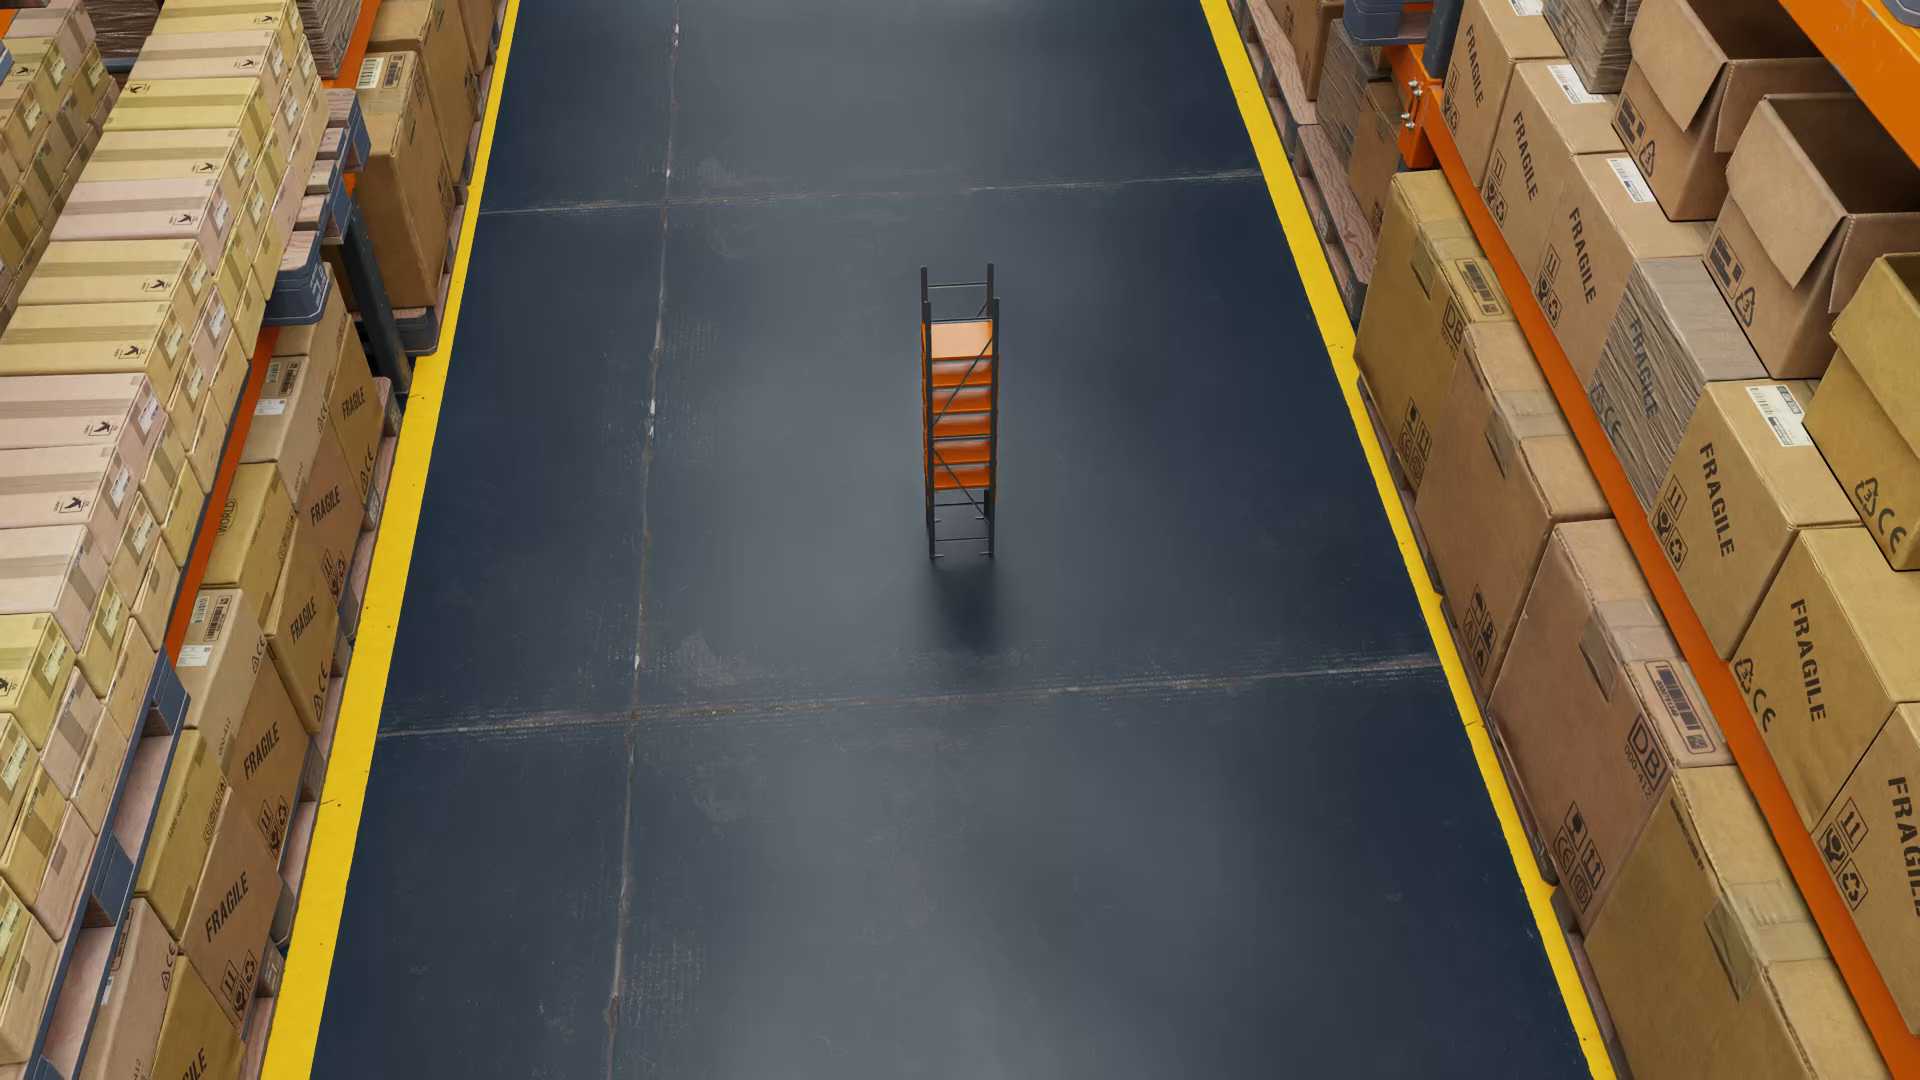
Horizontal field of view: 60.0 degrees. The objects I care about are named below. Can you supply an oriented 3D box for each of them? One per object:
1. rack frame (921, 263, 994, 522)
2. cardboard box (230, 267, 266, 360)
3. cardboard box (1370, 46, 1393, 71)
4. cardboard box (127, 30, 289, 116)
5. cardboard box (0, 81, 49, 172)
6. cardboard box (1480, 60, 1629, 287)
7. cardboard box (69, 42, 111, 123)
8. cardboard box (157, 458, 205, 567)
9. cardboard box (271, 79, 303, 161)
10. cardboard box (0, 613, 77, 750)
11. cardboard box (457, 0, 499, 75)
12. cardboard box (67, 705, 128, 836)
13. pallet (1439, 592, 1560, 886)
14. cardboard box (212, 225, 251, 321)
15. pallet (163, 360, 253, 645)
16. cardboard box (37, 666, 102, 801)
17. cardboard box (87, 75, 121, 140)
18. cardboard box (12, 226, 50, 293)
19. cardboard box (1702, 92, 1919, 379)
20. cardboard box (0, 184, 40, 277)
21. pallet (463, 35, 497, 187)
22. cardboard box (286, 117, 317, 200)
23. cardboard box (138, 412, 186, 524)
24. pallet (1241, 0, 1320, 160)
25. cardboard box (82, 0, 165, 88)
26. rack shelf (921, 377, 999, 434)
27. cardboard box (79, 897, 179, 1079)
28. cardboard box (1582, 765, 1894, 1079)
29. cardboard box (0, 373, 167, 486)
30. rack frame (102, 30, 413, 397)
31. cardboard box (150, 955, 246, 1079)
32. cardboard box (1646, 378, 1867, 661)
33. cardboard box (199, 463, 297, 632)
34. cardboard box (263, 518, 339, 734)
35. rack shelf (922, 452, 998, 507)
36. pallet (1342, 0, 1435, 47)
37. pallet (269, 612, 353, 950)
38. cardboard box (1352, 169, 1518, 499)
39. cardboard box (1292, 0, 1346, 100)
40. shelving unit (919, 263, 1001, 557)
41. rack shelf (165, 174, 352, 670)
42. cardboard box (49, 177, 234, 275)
[{"bbox_3d":[-0.009,-0.489,5.887,0.240,1.200,0.006,-3,47,-3],"label":"rack frame"},{"bbox_3d":[-2.178,-0.623,4.658,0.380,0.149,0.250,-5,47,-5],"label":"cardboard box"},{"bbox_3d":[2.051,-2.279,7.245,0.500,0.250,0.500,1,47,1],"label":"cardboard box"},{"bbox_3d":[-2.243,-1.389,4.974,0.380,0.149,0.250,-4,47,-4],"label":"cardboard box"},{"bbox_3d":[-2.873,-1.180,4.775,0.380,0.149,0.250,-4,47,-4],"label":"cardboard box"},{"bbox_3d":[2.006,-1.157,5.211,0.500,0.500,0.500,-5,47,-4],"label":"cardboard box"},{"bbox_3d":[-2.919,-1.434,5.221,0.380,0.149,0.250,-2,47,-2],"label":"cardboard box"},{"bbox_3d":[-2.114,-0.057,4.121,0.380,0.149,0.250,-4,47,-4],"label":"cardboard box"},{"bbox_3d":[-2.240,-1.273,5.068,0.380,0.149,0.250,-2,47,-2],"label":"cardboard box"},{"bbox_3d":[-2.048,0.296,3.377,0.380,0.149,0.250,-3,47,-3],"label":"cardboard box"},{"bbox_3d":[-2.876,-2.758,8.056,1.050,0.750,0.750,-3,47,-3],"label":"cardboard box"},{"bbox_3d":[-2.045,0.507,3.588,0.380,0.149,0.250,-3,47,-3],"label":"cardboard box"},{"bbox_3d":[2.281,0.551,5.583,1.003,0.211,1.213,-3,47,-3],"label":"pallet"},{"bbox_3d":[-2.177,-0.721,4.546,0.380,0.149,0.250,-4,47,-4],"label":"cardboard box"},{"bbox_3d":[-2.553,-0.139,4.448,1.003,0.211,1.213,-3,47,-3],"label":"pallet"},{"bbox_3d":[-2.045,0.412,3.473,0.380,0.149,0.250,-2,47,-2],"label":"cardboard box"},{"bbox_3d":[-2.923,-1.357,5.353,0.380,0.149,0.250,-4,47,-4],"label":"cardboard box"},{"bbox_3d":[-2.854,-0.773,4.800,0.380,0.149,0.250,-2,47,-1],"label":"cardboard box"},{"bbox_3d":[2.351,-0.756,4.141,0.797,0.503,0.637,-2,47,-2],"label":"cardboard box"},{"bbox_3d":[-2.847,-0.862,4.679,0.380,0.149,0.250,-3,47,-3],"label":"cardboard box"},{"bbox_3d":[-2.850,-2.132,8.124,1.003,0.211,1.213,-3,47,-3],"label":"pallet"},{"bbox_3d":[-2.241,-1.184,5.190,0.380,0.149,0.250,-4,47,-3],"label":"cardboard box"},{"bbox_3d":[-2.114,-0.163,4.018,0.380,0.149,0.250,-4,47,-4],"label":"cardboard box"},{"bbox_3d":[2.028,-2.351,8.331,1.003,0.211,1.213,-3,47,-3],"label":"pallet"},{"bbox_3d":[-3.065,-1.979,5.990,0.500,0.500,0.500,-3,47,-3],"label":"cardboard box"},{"bbox_3d":[-0.001,-0.475,5.769,0.258,0.103,0.180,-3,47,-3],"label":"rack shelf"},{"bbox_3d":[-2.223,1.165,3.996,0.500,0.250,0.500,-5,47,-5],"label":"cardboard box"},{"bbox_3d":[2.453,1.155,4.264,1.225,0.875,0.875,-3,47,-3],"label":"cardboard box"},{"bbox_3d":[-2.109,-0.252,3.897,0.380,0.149,0.250,-2,47,-2],"label":"cardboard box"},{"bbox_3d":[-2.760,-1.635,5.733,1.000,3.000,0.127,-3,47,-3],"label":"rack frame"},{"bbox_3d":[-2.222,1.423,4.268,0.500,0.500,0.500,-2,47,-2],"label":"cardboard box"},{"bbox_3d":[2.130,-0.062,4.174,0.500,0.500,0.500,-4,47,-4],"label":"cardboard box"},{"bbox_3d":[-2.361,0.034,5.067,0.500,0.250,0.500,-2,47,-2],"label":"cardboard box"},{"bbox_3d":[-2.344,0.298,5.334,0.500,0.500,0.500,-5,47,-5],"label":"cardboard box"},{"bbox_3d":[-0.001,-0.227,6.031,0.258,0.103,0.180,-3,47,-3],"label":"rack shelf"},{"bbox_3d":[2.026,-2.307,6.501,1.213,0.211,1.003,-3,47,-3],"label":"pallet"},{"bbox_3d":[-2.597,0.770,5.376,1.003,0.211,1.213,-3,47,-3],"label":"pallet"},{"bbox_3d":[2.228,-0.777,6.094,1.225,0.875,0.875,-5,47,-5],"label":"cardboard box"},{"bbox_3d":[2.002,-2.449,7.922,0.700,0.500,0.500,0,47,0],"label":"cardboard box"},{"bbox_3d":[-0.001,-0.423,5.824,0.258,1.200,0.189,-3,47,-3],"label":"shelving unit"},{"bbox_3d":[-2.592,0.059,4.623,1.077,0.370,4.000,-3,47,-3],"label":"rack shelf"},{"bbox_3d":[-2.181,-0.832,4.446,0.380,0.149,0.250,-3,47,-3],"label":"cardboard box"}]
